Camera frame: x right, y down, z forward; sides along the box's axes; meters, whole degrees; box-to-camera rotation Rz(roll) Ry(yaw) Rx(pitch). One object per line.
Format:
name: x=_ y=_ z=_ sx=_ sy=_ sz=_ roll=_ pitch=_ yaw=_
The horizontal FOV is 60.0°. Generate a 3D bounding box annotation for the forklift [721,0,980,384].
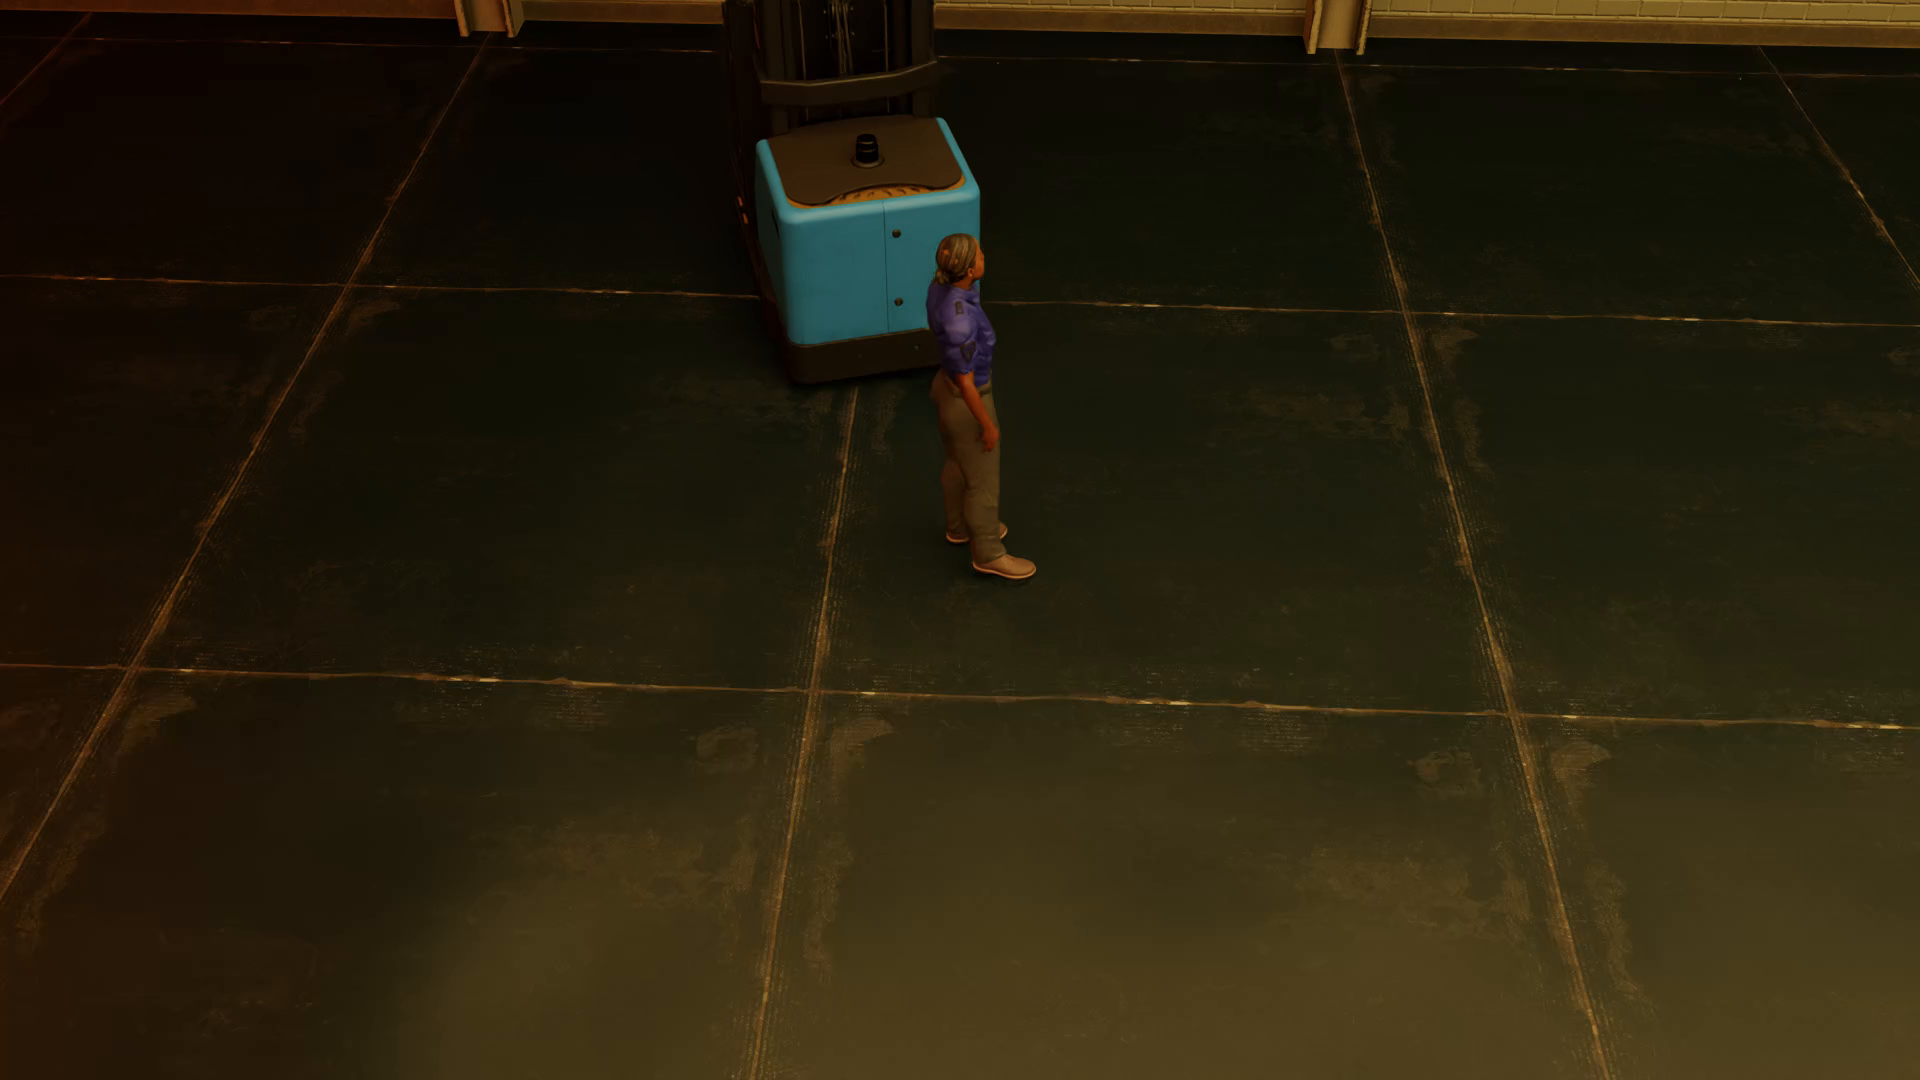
forklift: x=-0.740 y=-2.907 z=8.927 sx=1.130 sy=2.935 sz=3.031 roll=-10 pitch=43 yaw=-10

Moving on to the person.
person: x=0.084 y=-0.597 z=7.343 sx=0.412 sy=1.658 sz=0.604 roll=-11 pitch=43 yaw=-12
